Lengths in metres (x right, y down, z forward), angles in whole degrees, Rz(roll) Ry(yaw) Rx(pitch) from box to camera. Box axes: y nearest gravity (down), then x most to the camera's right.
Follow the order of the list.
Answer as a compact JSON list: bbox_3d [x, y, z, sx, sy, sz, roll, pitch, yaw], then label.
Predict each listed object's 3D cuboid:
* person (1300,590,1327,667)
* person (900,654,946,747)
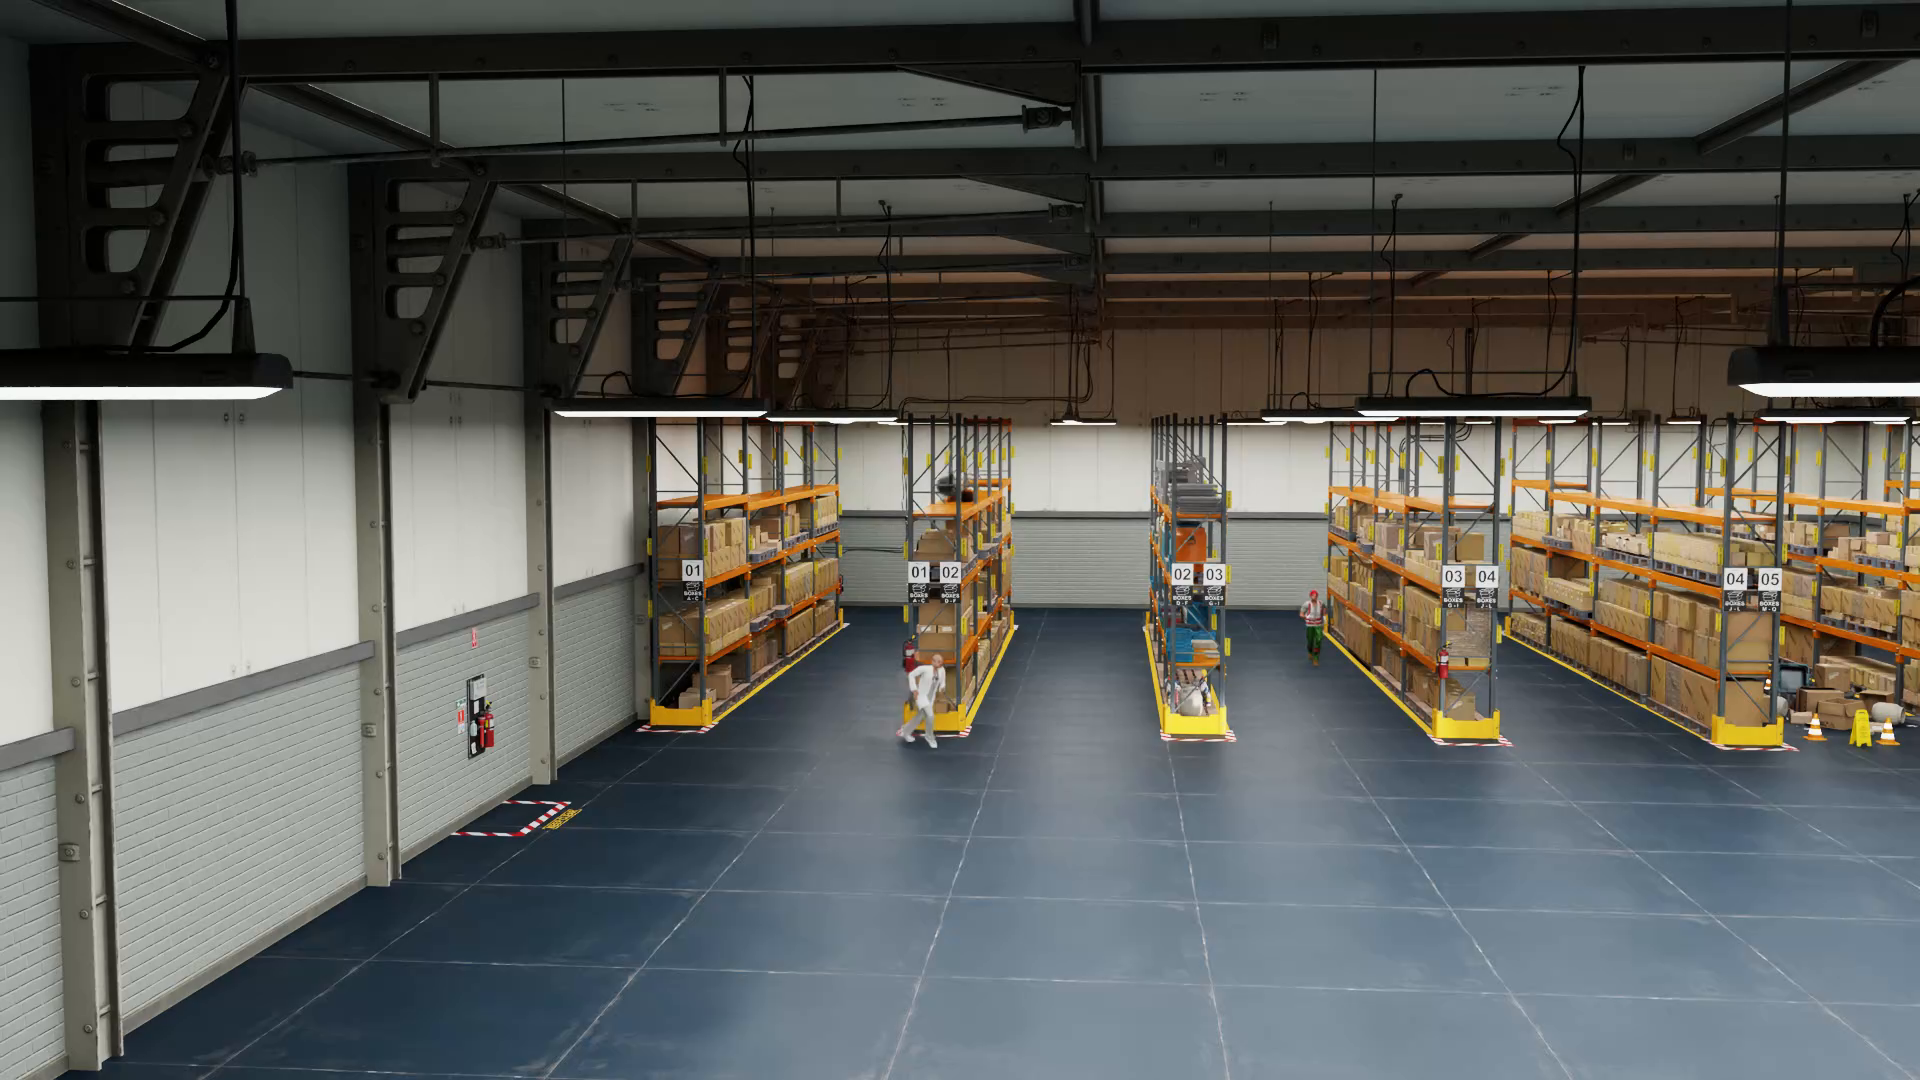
[{"bbox_3d":[8.578,2.128,40.386,0.690,1.848,0.912,0,4,-2],"label":"person"},{"bbox_3d":[-0.662,2.896,30.114,0.730,1.722,0.978,-4,5,-43],"label":"person"}]
